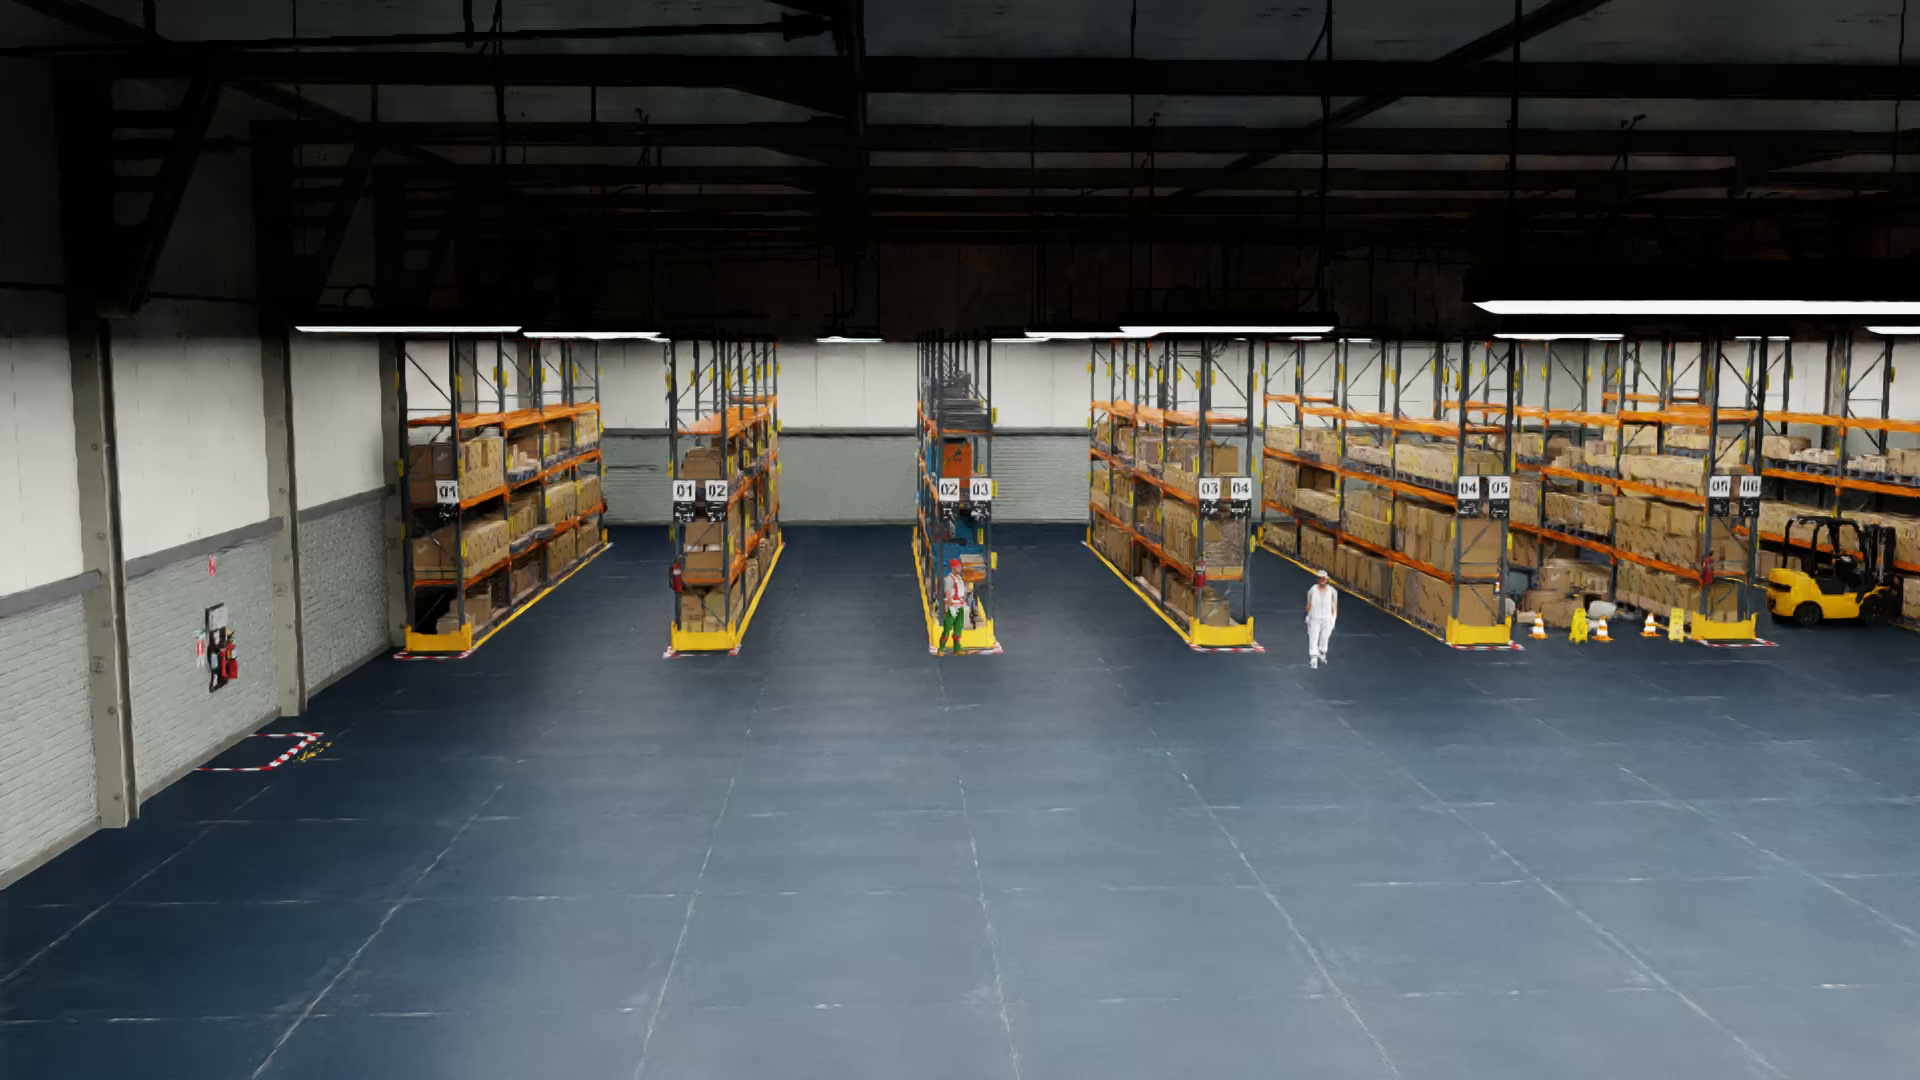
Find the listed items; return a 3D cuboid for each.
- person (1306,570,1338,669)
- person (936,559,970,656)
[{"bbox_3d":[6.412,1.388,29.450,0.533,1.728,1.036,1,7,6],"label":"person"},{"bbox_3d":[-0.143,1.237,30.579,0.455,1.792,0.686,4,8,31],"label":"person"}]
